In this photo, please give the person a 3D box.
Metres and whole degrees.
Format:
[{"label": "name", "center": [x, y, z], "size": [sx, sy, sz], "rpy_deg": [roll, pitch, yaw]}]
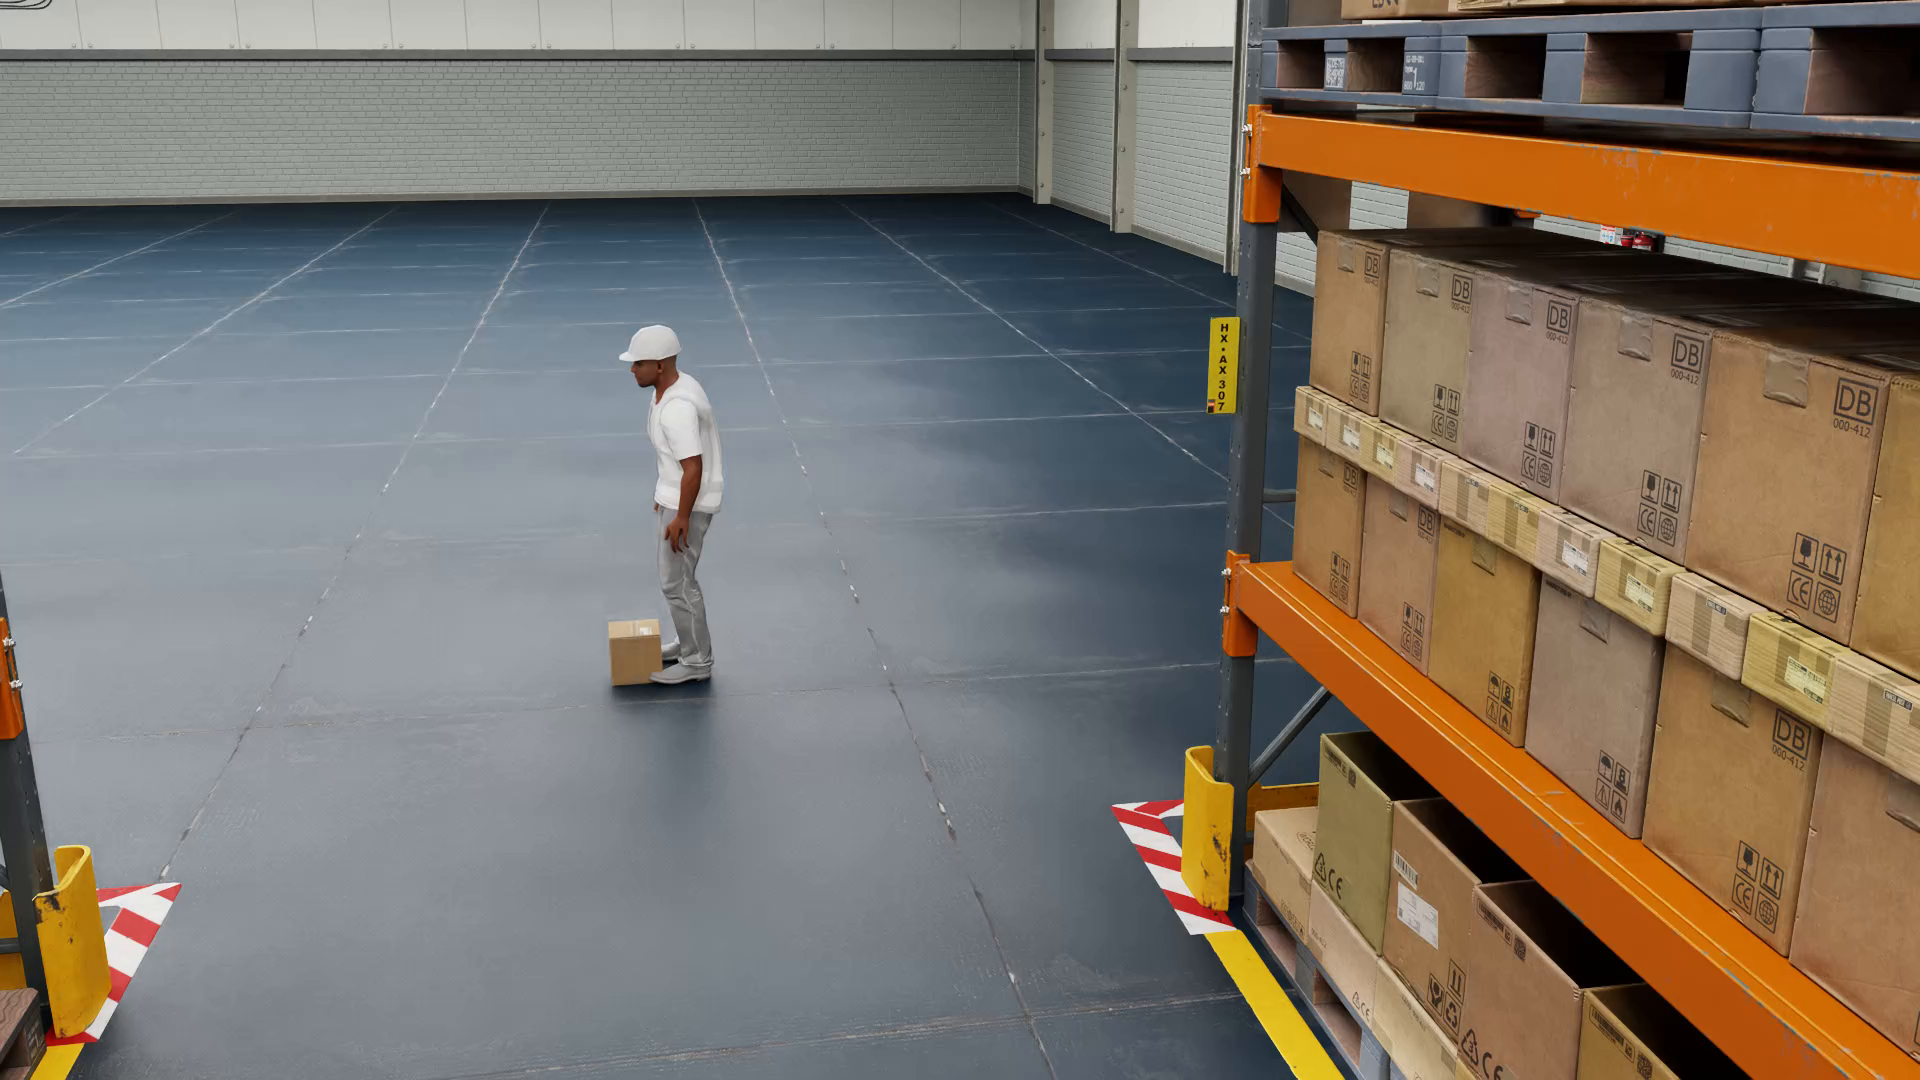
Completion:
[{"label": "person", "center": [-1.388, -0.178, 8.115], "size": [0.462, 1.759, 0.632], "rpy_deg": [-4, 17, -14]}]
